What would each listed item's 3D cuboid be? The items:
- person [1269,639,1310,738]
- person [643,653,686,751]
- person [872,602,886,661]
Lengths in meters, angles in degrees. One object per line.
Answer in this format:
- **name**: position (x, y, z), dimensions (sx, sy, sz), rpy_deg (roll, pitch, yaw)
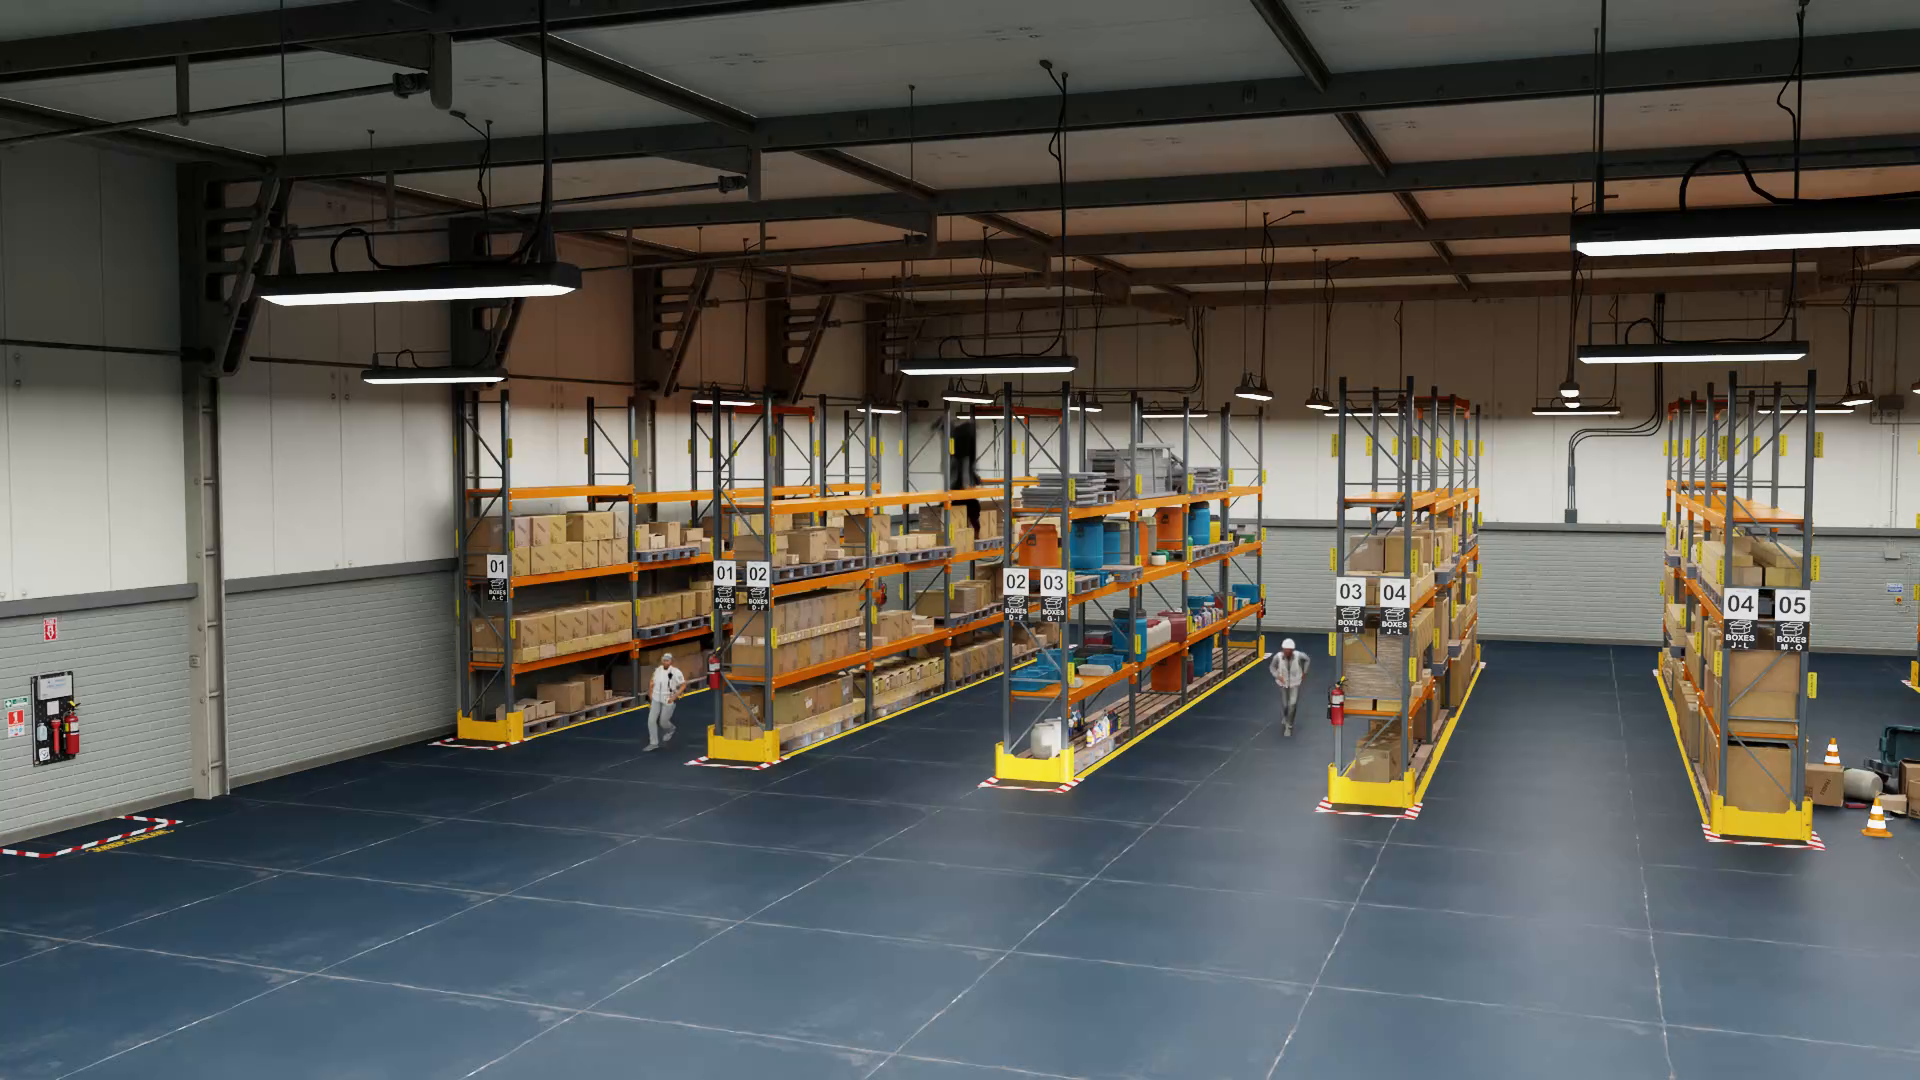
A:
- **person**: position (5.786, 2.563, 29.251), dimensions (0.697, 1.732, 1.046), rpy_deg (0, 3, 8)
- **person**: position (-4.882, 2.676, 27.738), dimensions (0.667, 1.621, 0.707), rpy_deg (1, 3, 15)
- **person**: position (-1.853, 2.170, 36.495), dimensions (0.600, 1.678, 0.803), rpy_deg (1, 3, 16)
